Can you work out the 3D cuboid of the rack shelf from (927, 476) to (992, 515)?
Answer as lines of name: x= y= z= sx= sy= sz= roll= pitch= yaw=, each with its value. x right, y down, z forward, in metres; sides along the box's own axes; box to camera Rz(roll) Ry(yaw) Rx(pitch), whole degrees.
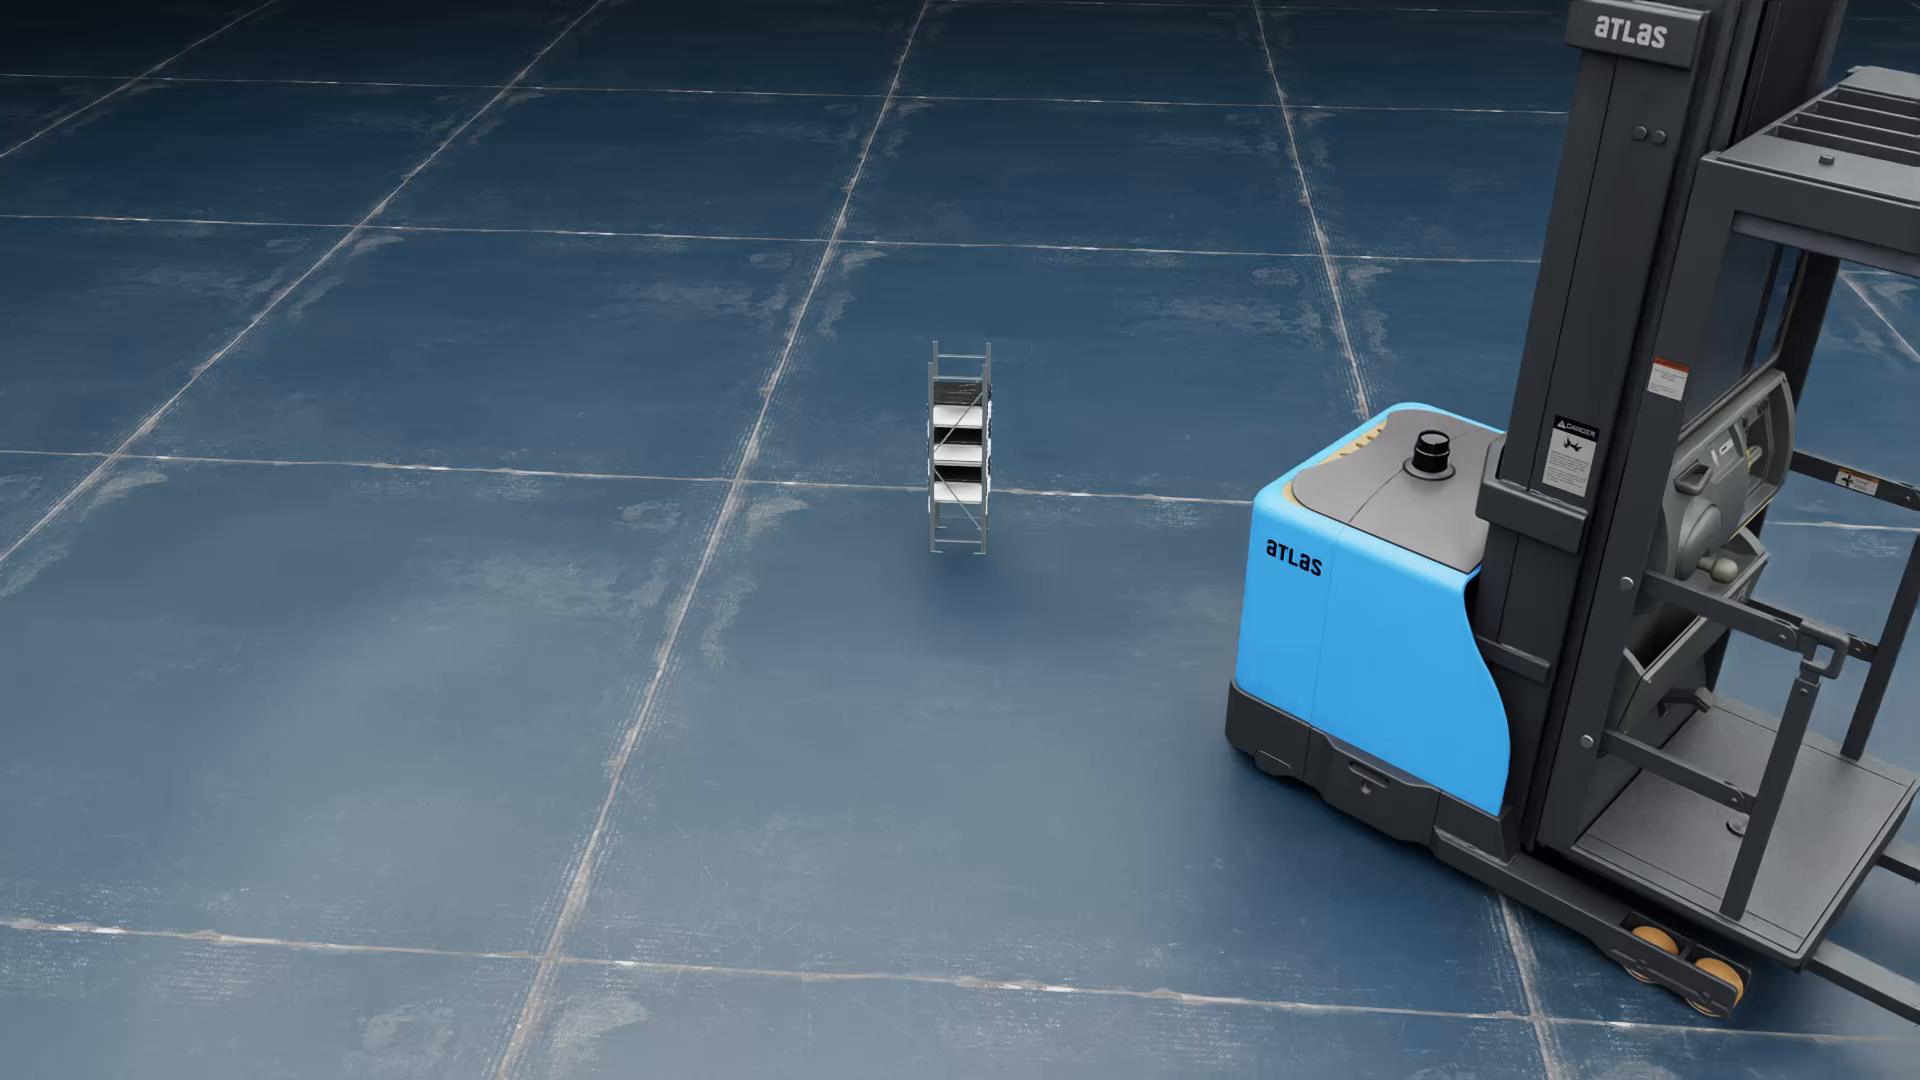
rack shelf: x=-0.001 y=-0.197 z=7.119 sx=0.258 sy=0.077 sz=0.200 roll=2 pitch=32 yaw=4

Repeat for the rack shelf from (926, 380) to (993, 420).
rack shelf: x=-0.001 y=-0.580 z=6.883 sx=0.258 sy=0.077 sz=0.200 roll=2 pitch=32 yaw=4

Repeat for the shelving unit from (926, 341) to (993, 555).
shelving unit: x=-0.001 y=-0.379 z=7.007 sx=0.258 sy=0.900 sz=0.210 roll=2 pitch=32 yaw=4

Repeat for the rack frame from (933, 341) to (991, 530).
rack frame: x=0.008 y=-0.432 z=7.093 sx=0.240 sy=0.900 sz=0.006 roll=2 pitch=32 yaw=4

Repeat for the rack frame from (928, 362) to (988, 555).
rack frame: x=-0.009 y=-0.326 z=6.921 sx=0.240 sy=0.900 sz=0.006 roll=2 pitch=32 yaw=4

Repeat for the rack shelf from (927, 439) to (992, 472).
rack shelf: x=-0.001 y=-0.350 z=7.025 sx=0.258 sy=0.077 sz=0.200 roll=2 pitch=32 yaw=4

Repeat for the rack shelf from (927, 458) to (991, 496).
rack shelf: x=-0.001 y=-0.274 z=7.072 sx=0.258 sy=0.077 sz=0.200 roll=2 pitch=32 yaw=4

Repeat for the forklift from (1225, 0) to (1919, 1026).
forklift: x=2.373 y=-0.143 z=4.689 sx=3.031 sy=2.935 sz=1.130 roll=26 pitch=40 yaw=36

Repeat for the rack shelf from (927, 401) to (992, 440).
rack shelf: x=-0.001 y=-0.504 z=6.930 sx=0.258 sy=0.077 sz=0.200 roll=2 pitch=32 yaw=4

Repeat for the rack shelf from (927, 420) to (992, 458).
rack shelf: x=-0.001 y=-0.427 z=6.977 sx=0.258 sy=0.077 sz=0.200 roll=2 pitch=32 yaw=4
